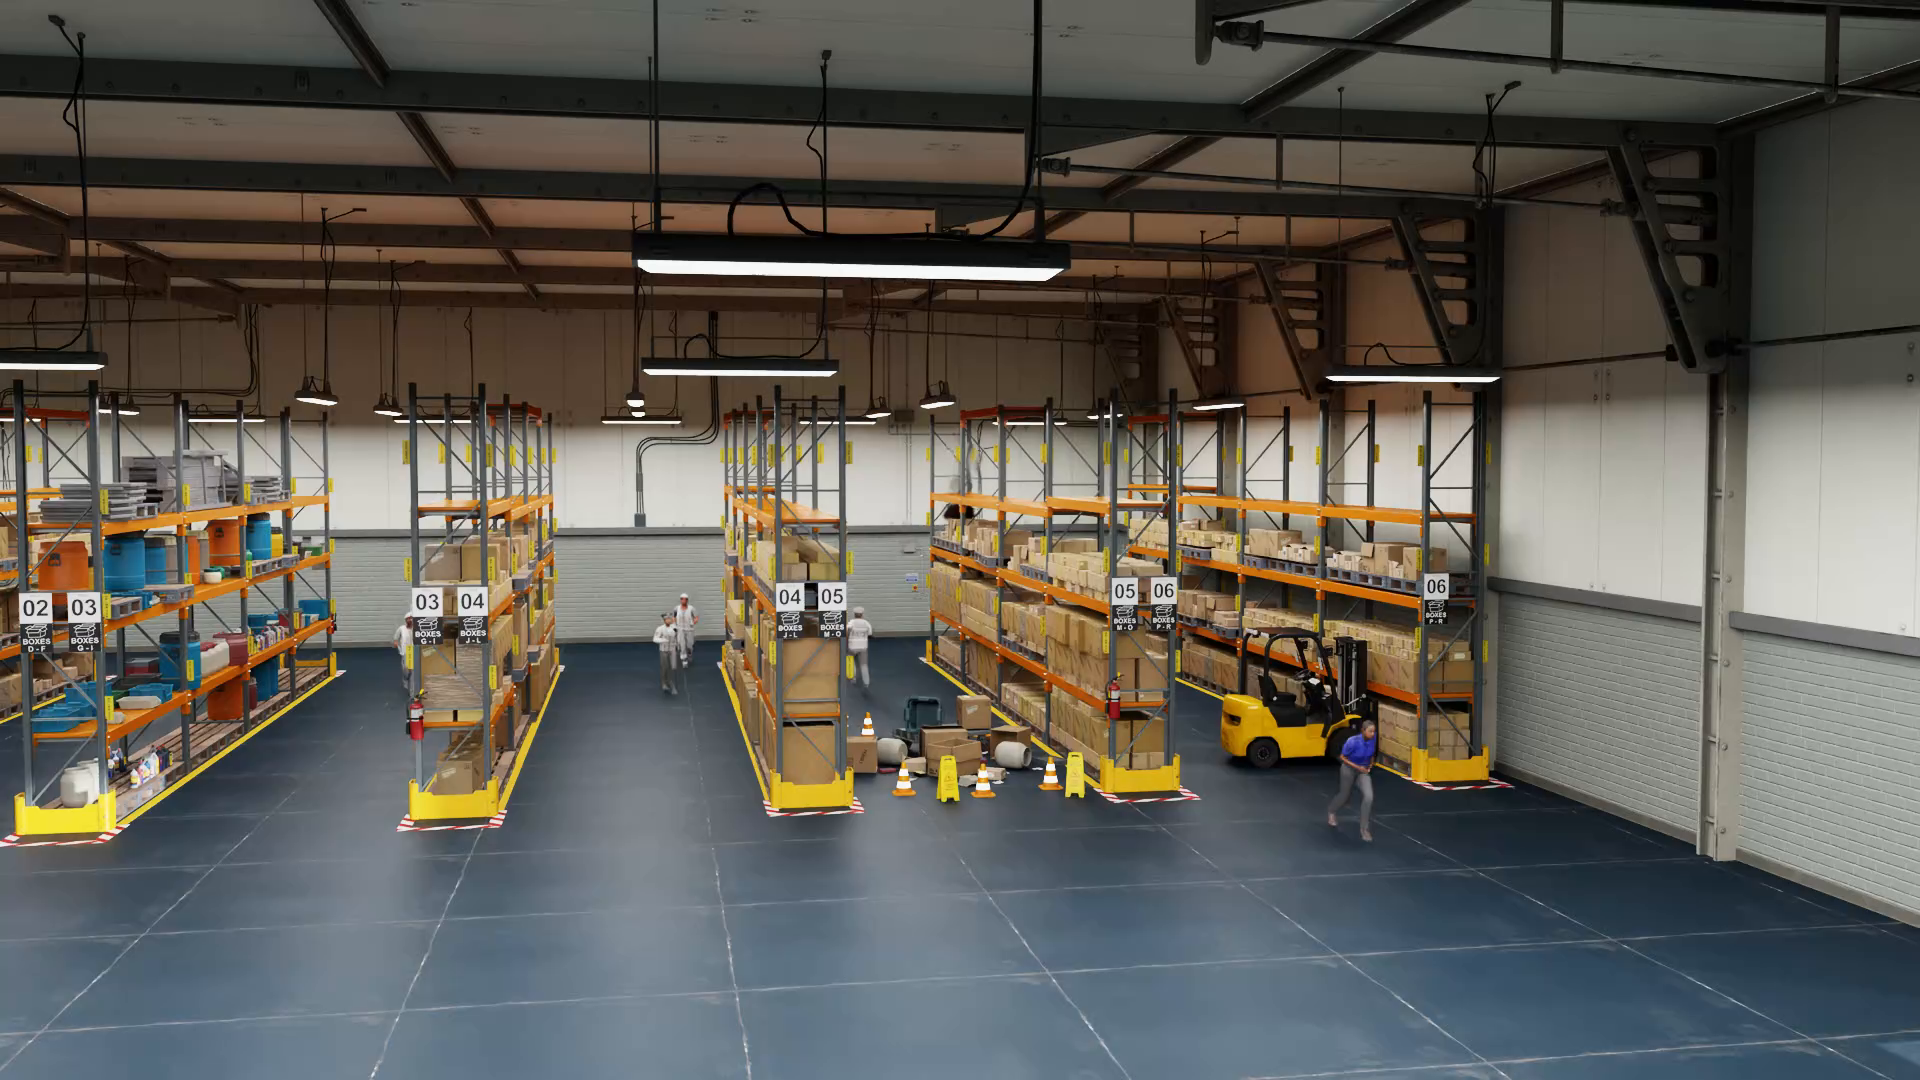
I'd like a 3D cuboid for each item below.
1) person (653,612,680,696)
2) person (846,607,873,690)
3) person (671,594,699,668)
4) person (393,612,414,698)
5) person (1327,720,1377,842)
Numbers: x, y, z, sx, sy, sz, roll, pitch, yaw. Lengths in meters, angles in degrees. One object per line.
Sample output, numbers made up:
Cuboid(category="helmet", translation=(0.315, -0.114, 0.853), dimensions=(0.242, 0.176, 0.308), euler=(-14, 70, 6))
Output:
Cuboid(category="person", translation=(-6.162, 2.377, 35.017), dimensions=(0.598, 1.743, 0.779), euler=(-1, 3, -18))
Cuboid(category="person", translation=(-2.177, 2.291, 35.297), dimensions=(0.673, 1.731, 0.904), euler=(-1, 3, -12))
Cuboid(category="person", translation=(-6.493, 2.140, 39.233), dimensions=(0.653, 1.749, 0.713), euler=(0, 3, -4))
Cuboid(category="person", translation=(-11.398, 2.379, 34.520), dimensions=(0.682, 1.765, 0.849), euler=(-1, 3, -23))
Cuboid(category="person", translation=(5.183, 3.135, 21.981), dimensions=(0.617, 1.601, 0.967), euler=(-1, 3, -24))
